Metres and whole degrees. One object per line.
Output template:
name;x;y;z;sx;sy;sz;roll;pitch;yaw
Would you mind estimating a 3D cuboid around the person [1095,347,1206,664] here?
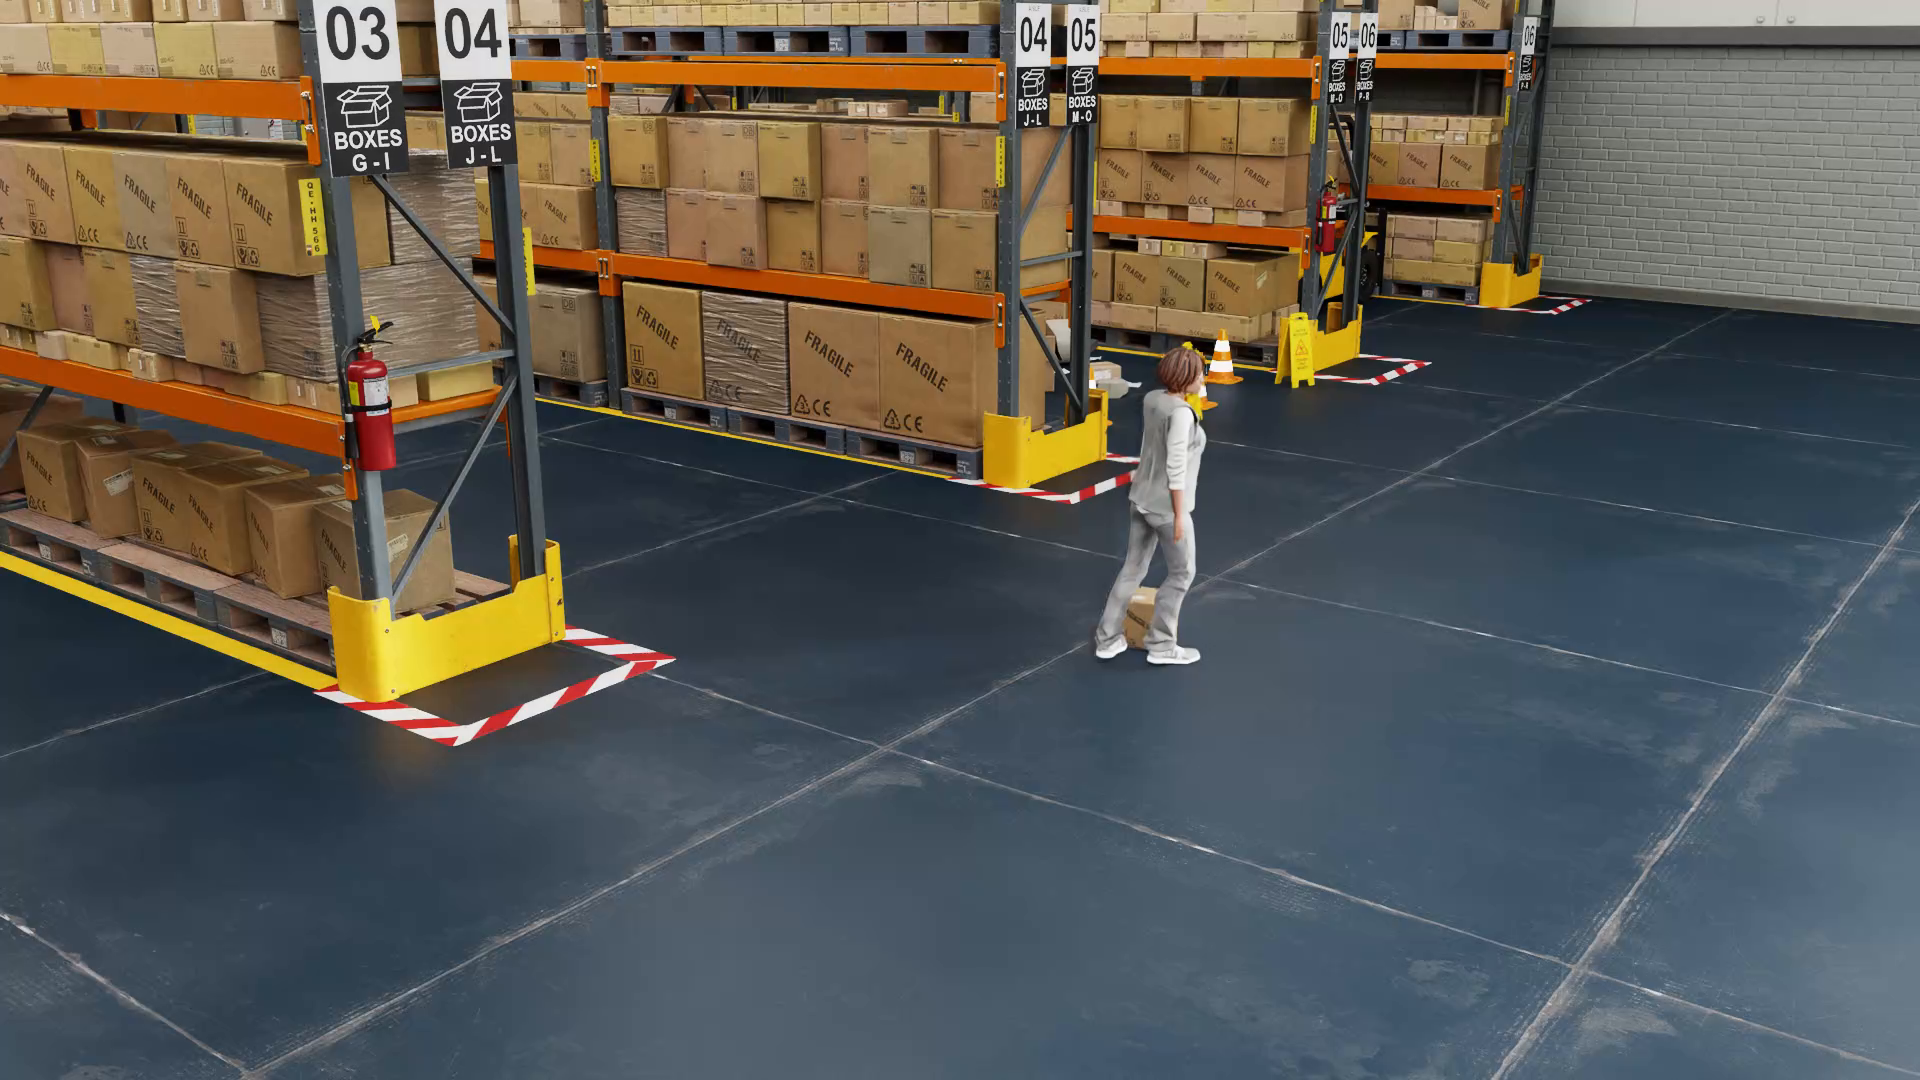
person;0.933;-0.148;8.056;0.518;1.586;0.443;-6;18;-19
